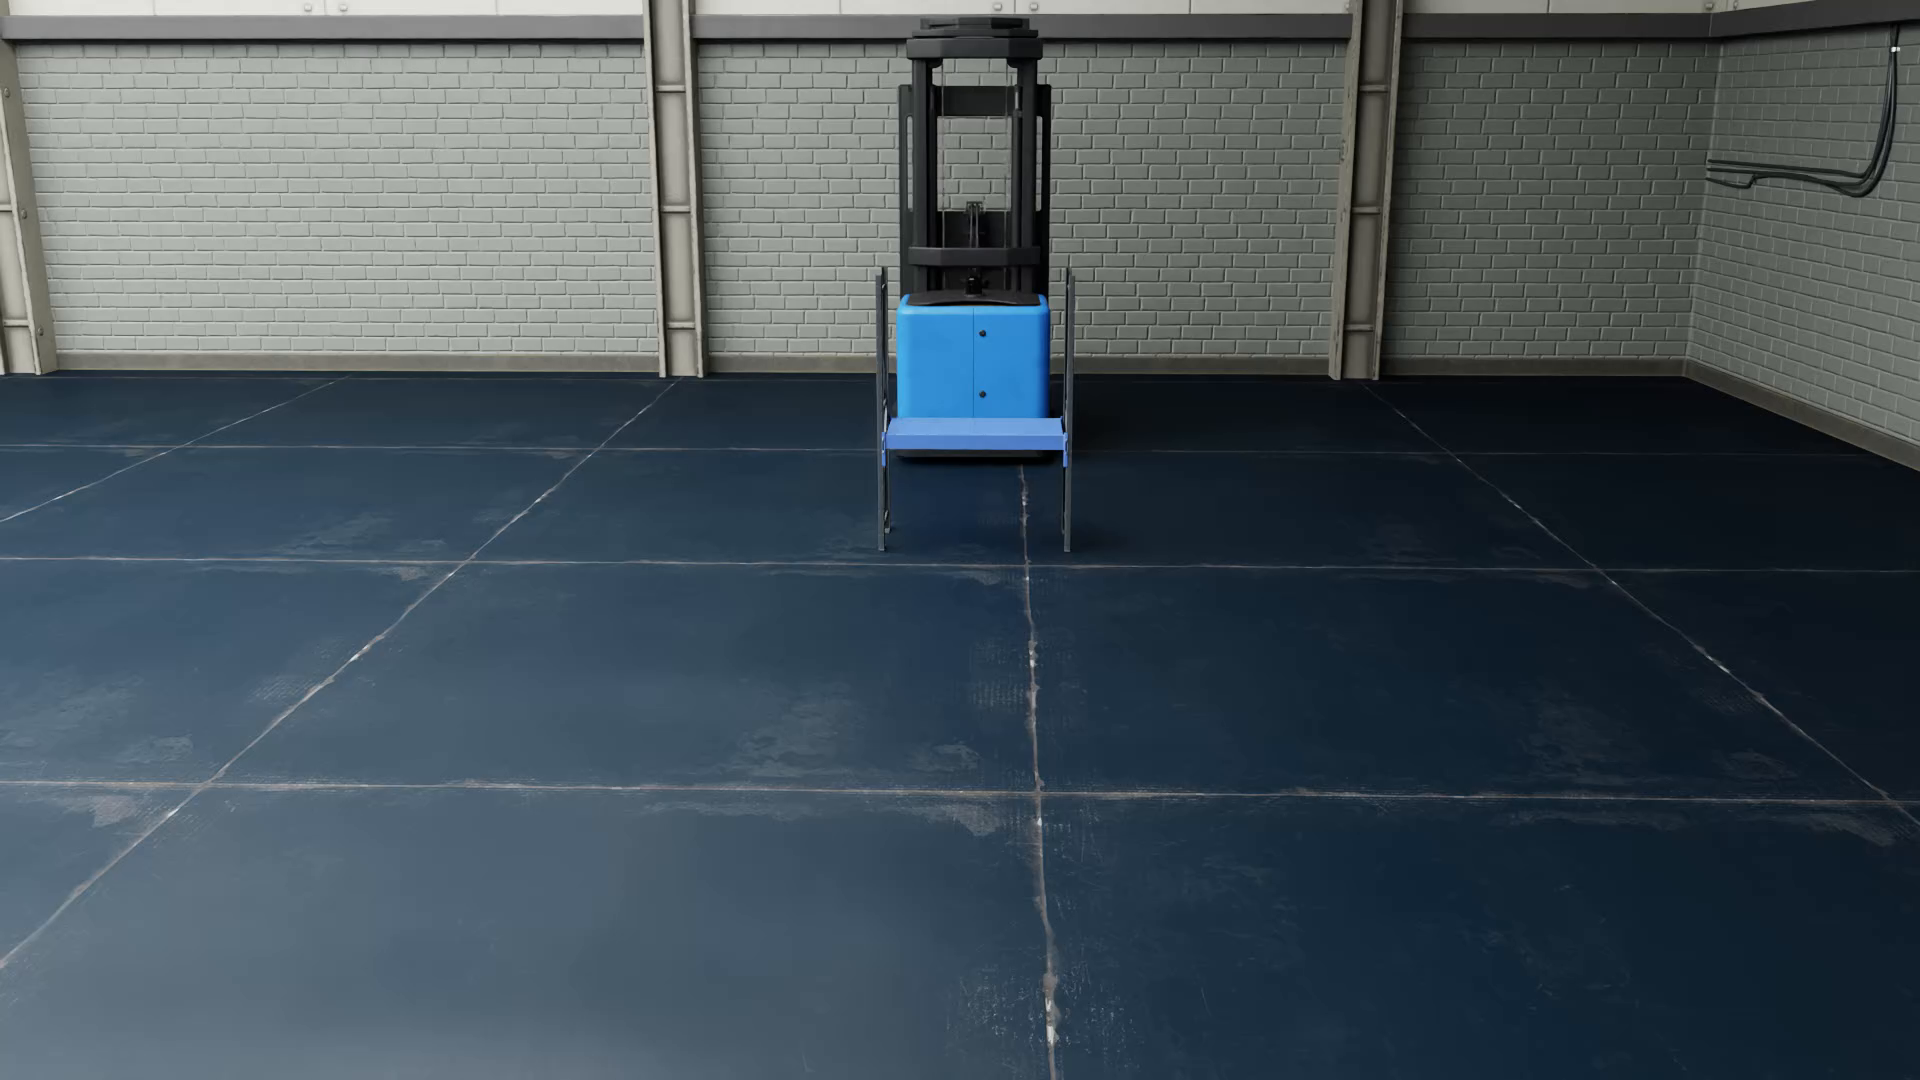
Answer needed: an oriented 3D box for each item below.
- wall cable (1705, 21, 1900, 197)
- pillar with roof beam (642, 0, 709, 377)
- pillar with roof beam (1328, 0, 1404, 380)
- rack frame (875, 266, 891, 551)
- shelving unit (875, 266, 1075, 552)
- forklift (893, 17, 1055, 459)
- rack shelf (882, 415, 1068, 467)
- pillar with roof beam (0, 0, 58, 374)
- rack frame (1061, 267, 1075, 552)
[{"bbox_3d":[6.426,-3.949,12.755,0.112,2.526,3.097,0,15,1],"label":"wall cable"},{"bbox_3d":[-2.594,-4.748,9.697,0.400,9.000,9.100,0,15,1],"label":"pillar with roof beam"},{"bbox_3d":[3.405,-4.709,9.549,0.400,9.000,9.100,0,15,1],"label":"pillar with roof beam"},{"bbox_3d":[-0.423,-0.728,9.159,0.032,1.500,0.500,0,15,1],"label":"rack frame"},{"bbox_3d":[0.085,-0.725,9.147,1.048,1.500,0.538,0,15,1],"label":"shelving unit"},{"bbox_3d":[0.107,-2.288,12.265,1.130,2.935,3.031,0,15,1],"label":"forklift"},{"bbox_3d":[0.085,-0.551,9.192,1.000,0.185,0.538,0,15,1],"label":"rack shelf"},{"bbox_3d":[-8.592,-4.787,9.845,0.400,9.000,9.100,0,15,1],"label":"pillar with roof beam"},{"bbox_3d":[0.593,-0.721,9.134,0.032,1.500,0.500,0,15,1],"label":"rack frame"}]
